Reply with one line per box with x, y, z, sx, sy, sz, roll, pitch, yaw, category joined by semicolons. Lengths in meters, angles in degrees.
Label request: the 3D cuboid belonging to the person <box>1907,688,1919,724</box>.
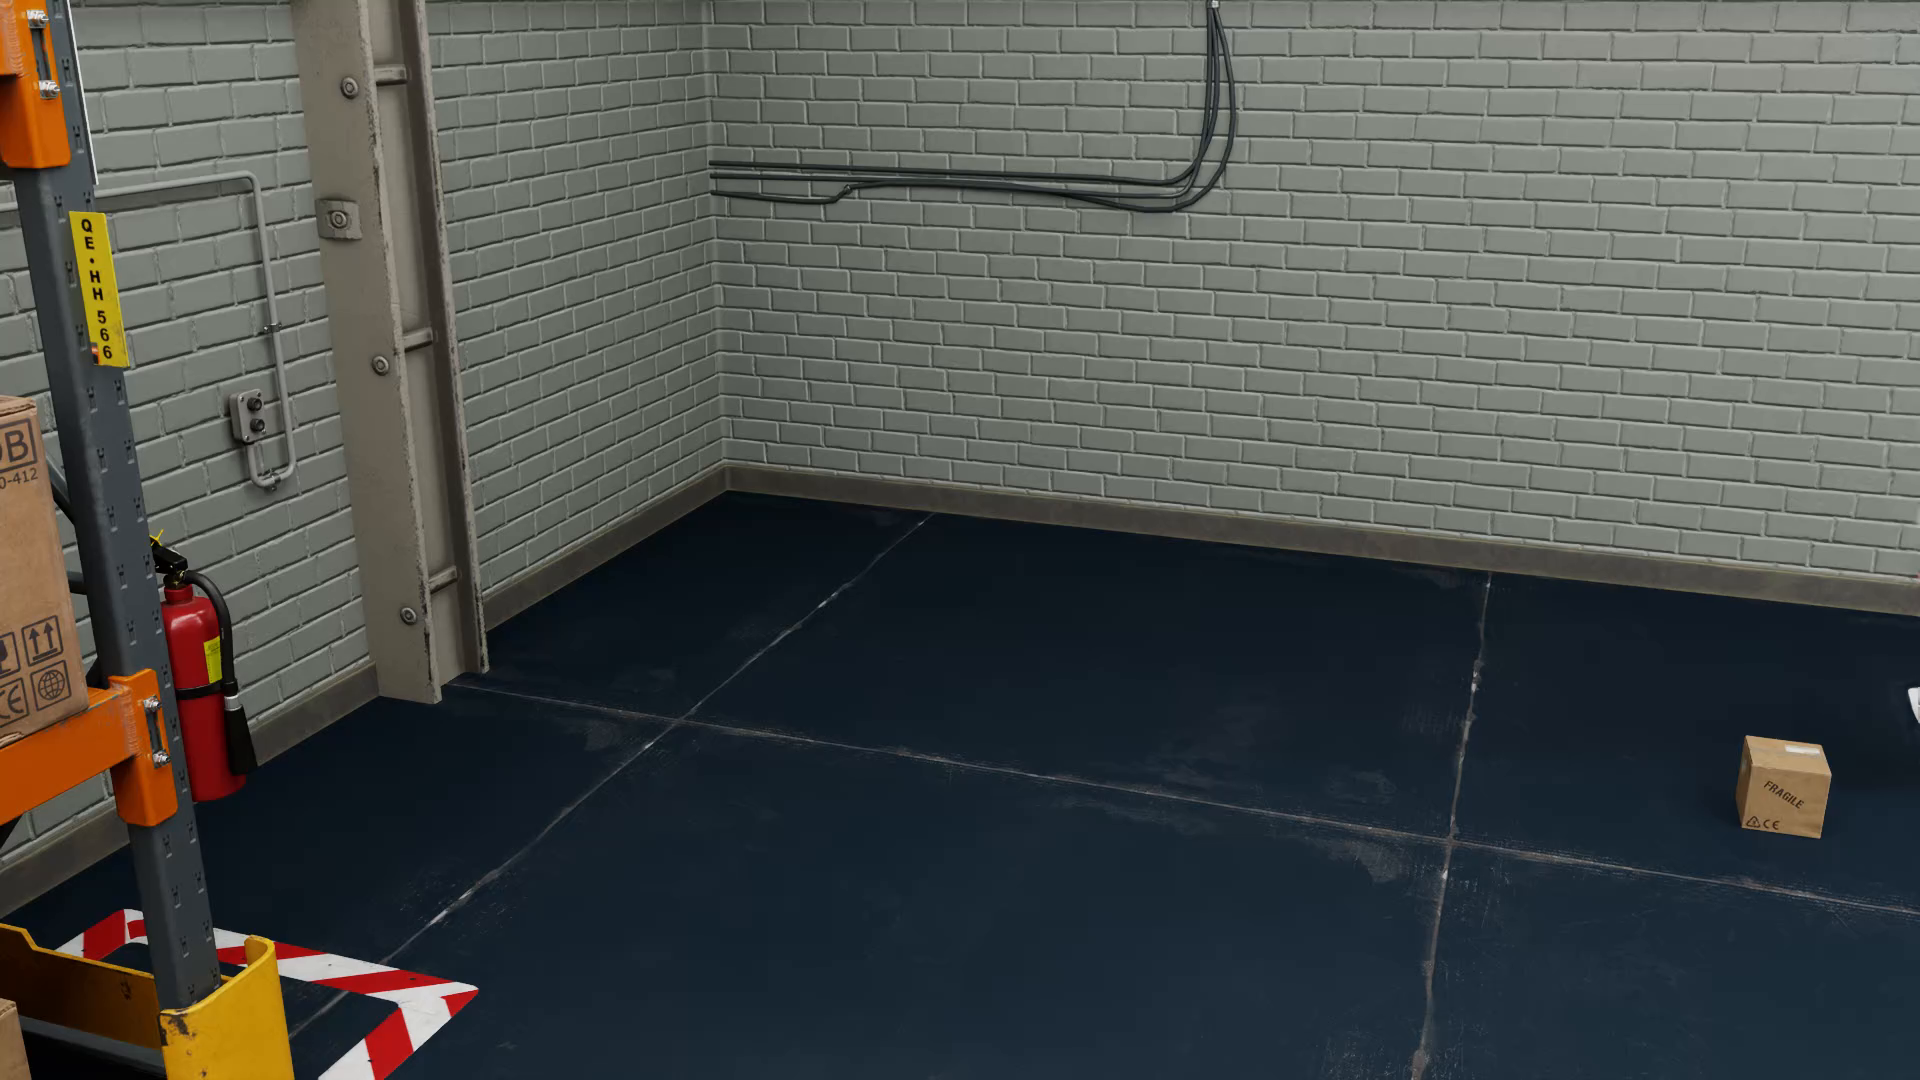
3.756;0.049;5.852;0.624;1.770;0.600;5;19;14;person
